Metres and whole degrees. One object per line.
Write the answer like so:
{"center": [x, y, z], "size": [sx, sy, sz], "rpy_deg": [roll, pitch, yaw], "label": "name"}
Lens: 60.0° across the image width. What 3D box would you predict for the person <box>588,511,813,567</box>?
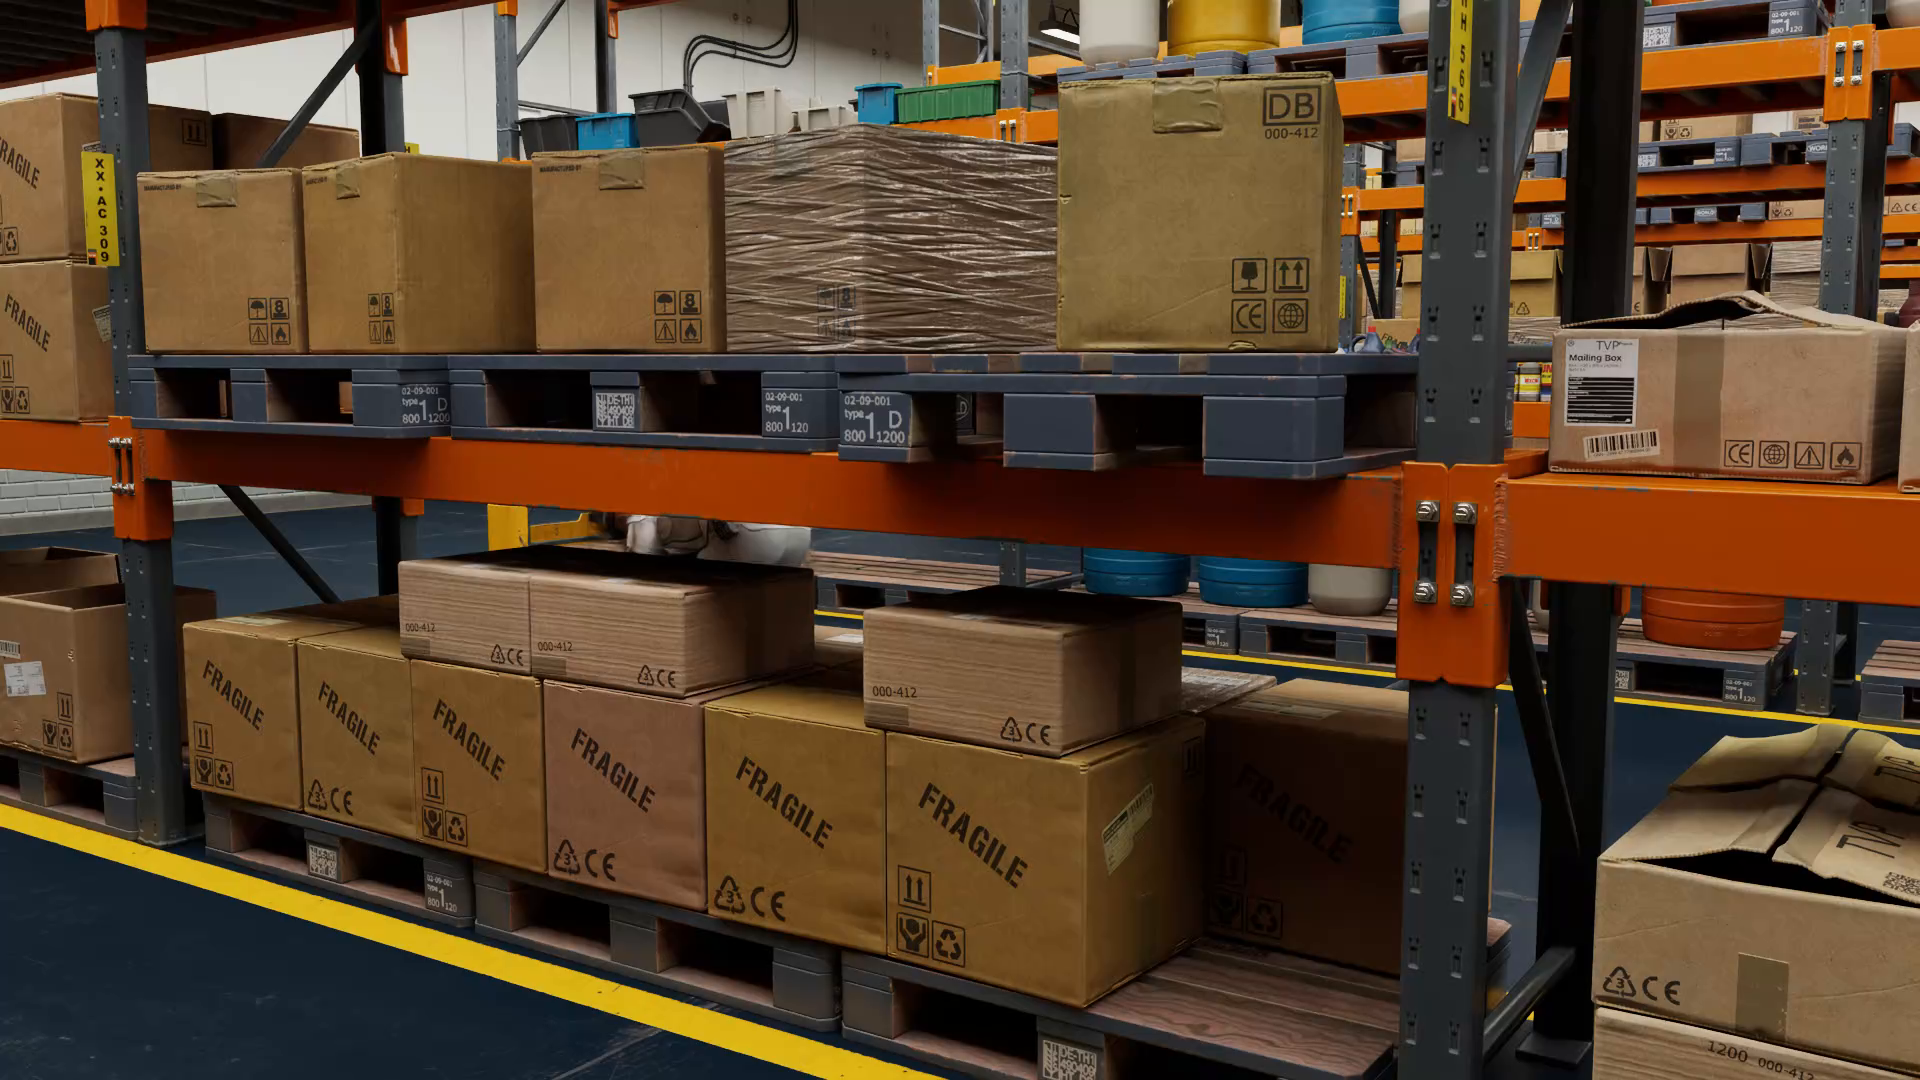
{"center": [-1.075, 0.219, 6.839], "size": [1.043, 1.081, 0.499], "rpy_deg": [4, 7, 31], "label": "person"}
